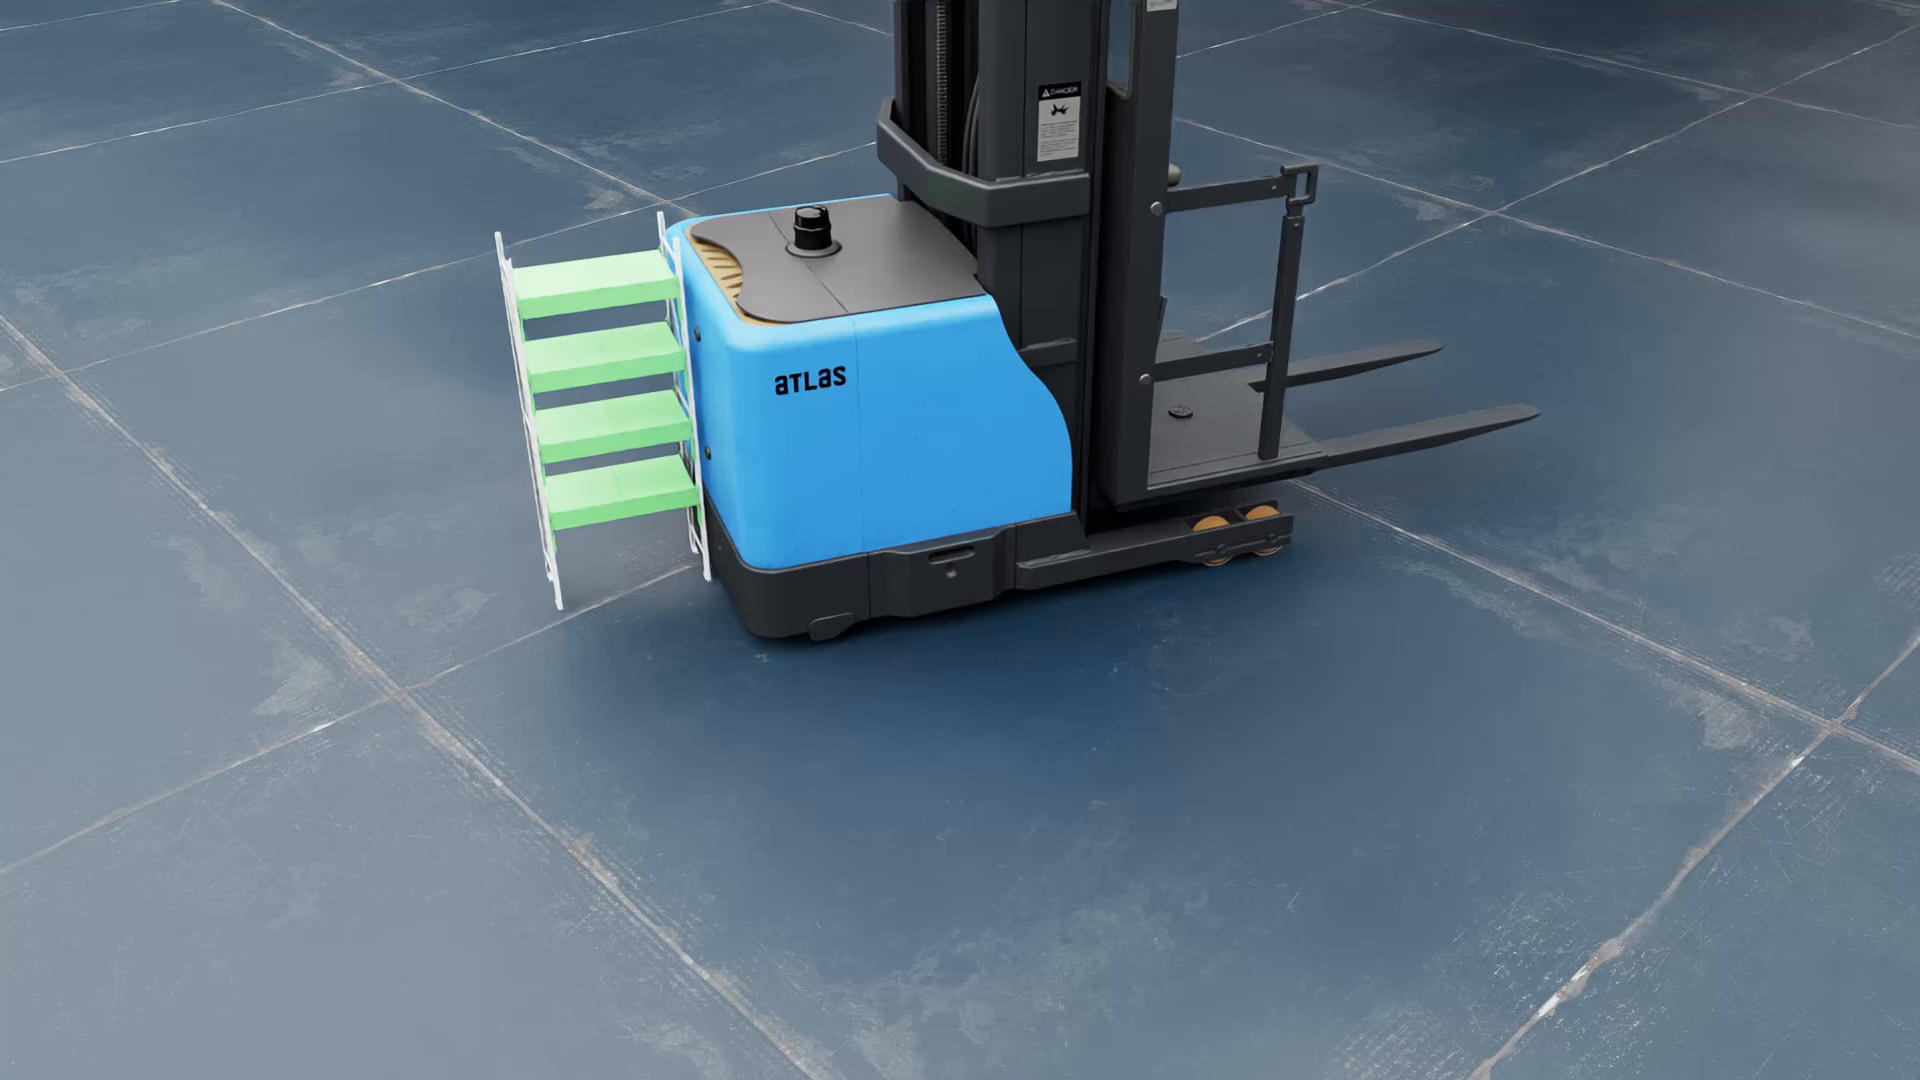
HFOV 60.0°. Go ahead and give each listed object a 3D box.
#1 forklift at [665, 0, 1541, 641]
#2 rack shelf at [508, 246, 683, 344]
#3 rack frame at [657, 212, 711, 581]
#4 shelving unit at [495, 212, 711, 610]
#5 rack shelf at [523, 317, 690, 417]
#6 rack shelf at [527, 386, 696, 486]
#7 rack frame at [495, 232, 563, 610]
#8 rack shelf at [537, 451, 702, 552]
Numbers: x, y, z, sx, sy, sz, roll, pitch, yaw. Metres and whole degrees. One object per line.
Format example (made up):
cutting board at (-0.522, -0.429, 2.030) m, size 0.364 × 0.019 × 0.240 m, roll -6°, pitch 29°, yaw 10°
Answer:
forklift at (0.595, -1.407, 5.242) m, size 3.031 × 2.935 × 1.130 m, roll -11°, pitch 33°, yaw -18°
rack shelf at (-1.105, -0.744, 5.019) m, size 0.480 × 0.148 × 0.258 m, roll -11°, pitch 33°, yaw -18°
rack frame at (-0.877, -0.434, 5.309) m, size 0.015 × 1.200 × 0.240 m, roll -11°, pitch 33°, yaw -18°
shelving unit at (-1.105, -0.389, 5.236) m, size 0.503 × 1.200 × 0.258 m, roll -11°, pitch 33°, yaw -18°
rack shelf at (-1.105, -0.539, 5.144) m, size 0.480 × 0.148 × 0.258 m, roll -11°, pitch 33°, yaw -18°
rack shelf at (-1.105, -0.334, 5.269) m, size 0.480 × 0.148 × 0.258 m, roll -11°, pitch 33°, yaw -18°
rack frame at (-1.334, -0.344, 5.162) m, size 0.015 × 1.200 × 0.240 m, roll -11°, pitch 33°, yaw -18°
rack shelf at (-1.105, -0.129, 5.394) m, size 0.480 × 0.148 × 0.258 m, roll -11°, pitch 33°, yaw -18°
